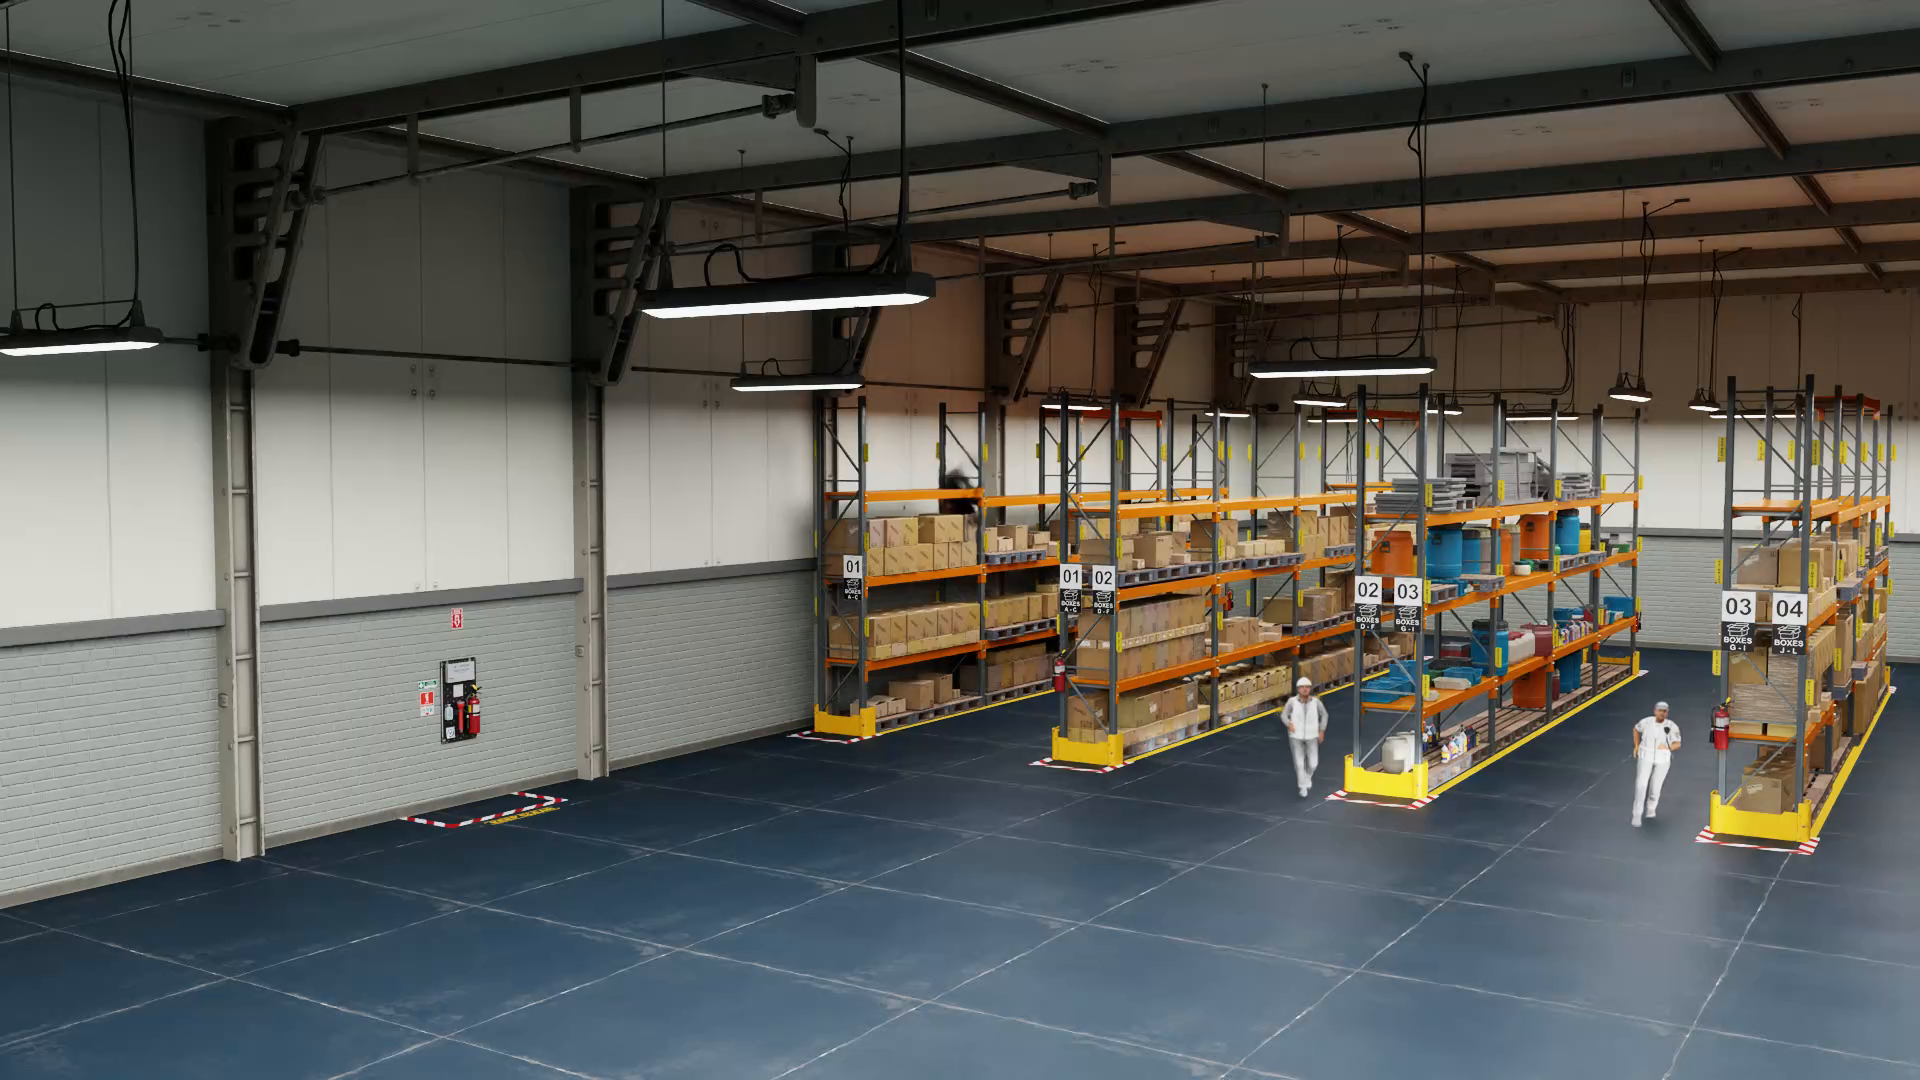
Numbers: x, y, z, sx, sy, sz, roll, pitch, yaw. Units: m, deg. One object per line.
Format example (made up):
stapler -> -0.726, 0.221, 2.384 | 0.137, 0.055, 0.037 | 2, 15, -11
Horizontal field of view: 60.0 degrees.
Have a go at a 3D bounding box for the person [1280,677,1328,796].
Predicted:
person -> 5.029, 2.876, 24.259 | 0.700, 1.746, 0.597 | 0, 3, 6

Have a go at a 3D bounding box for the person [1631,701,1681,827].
person -> 9.416, 3.016, 22.488 | 0.600, 1.698, 0.776 | 1, 3, 22
